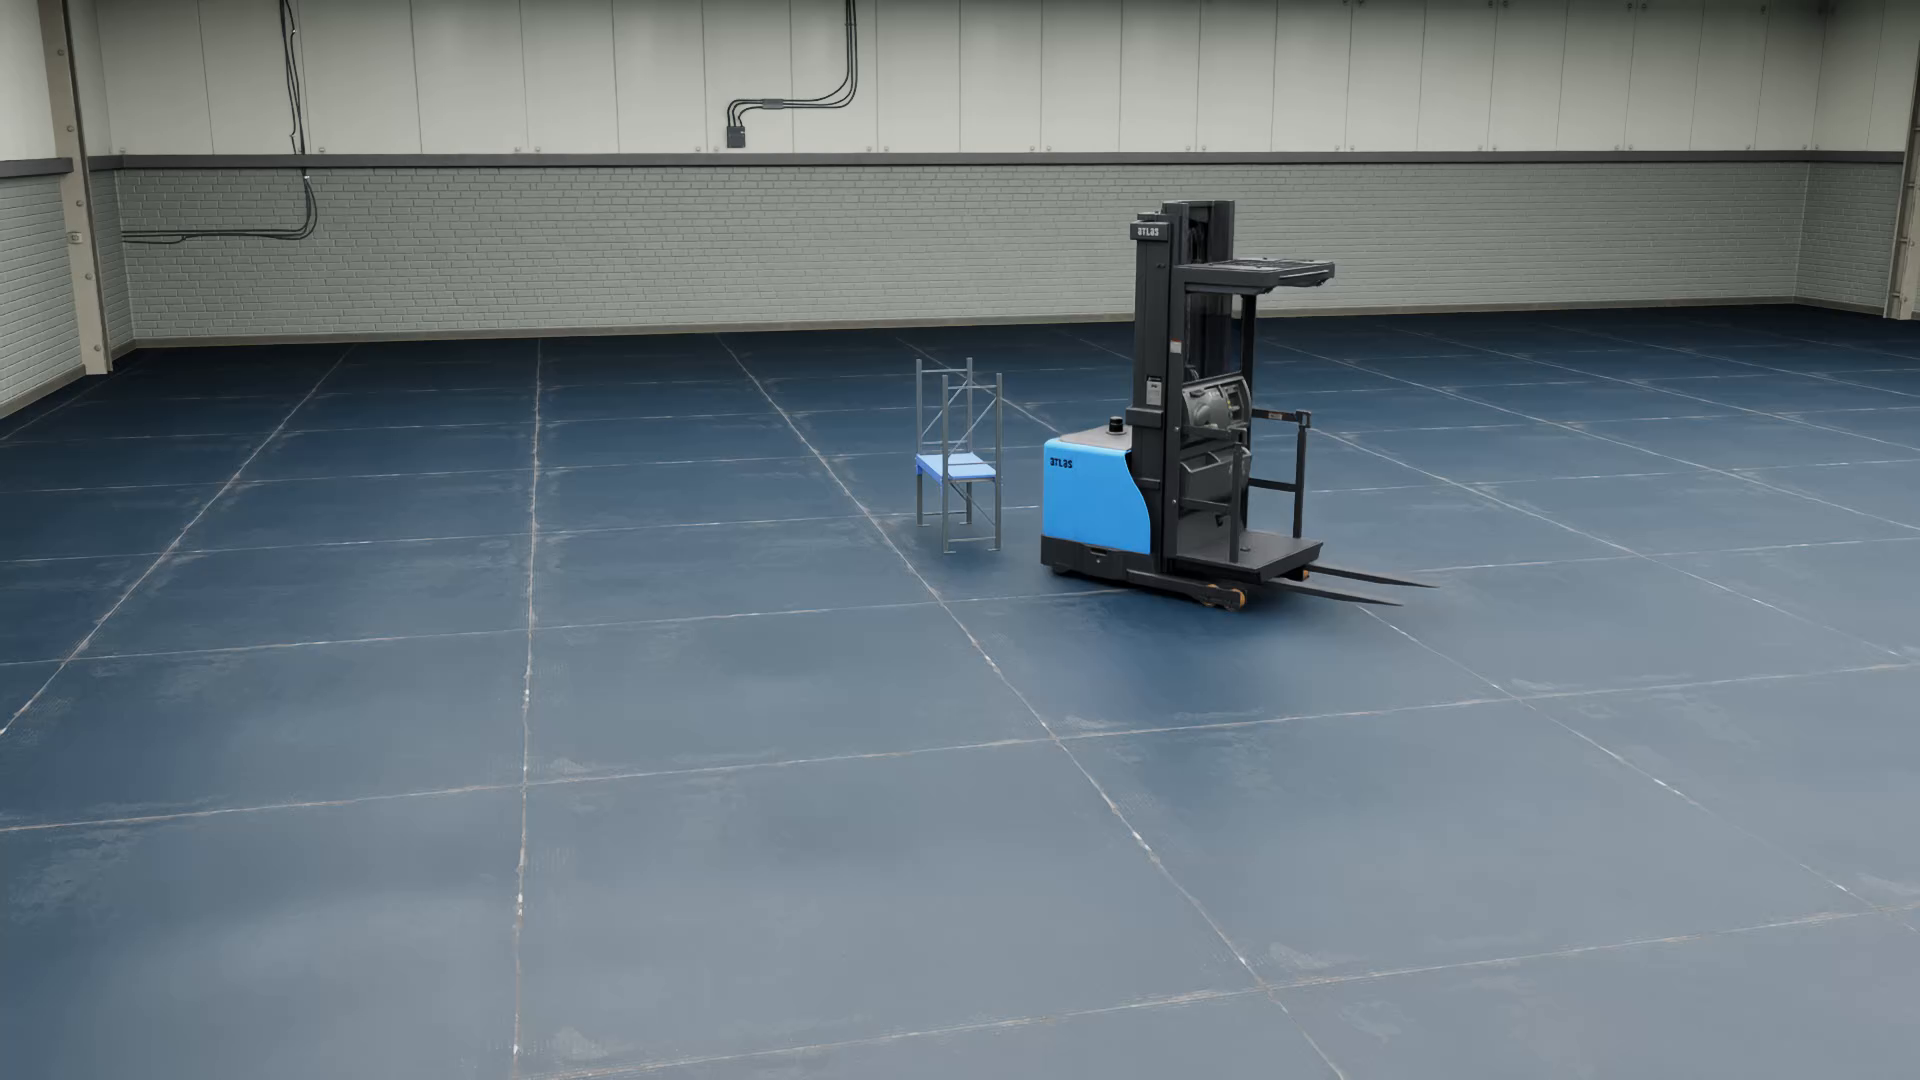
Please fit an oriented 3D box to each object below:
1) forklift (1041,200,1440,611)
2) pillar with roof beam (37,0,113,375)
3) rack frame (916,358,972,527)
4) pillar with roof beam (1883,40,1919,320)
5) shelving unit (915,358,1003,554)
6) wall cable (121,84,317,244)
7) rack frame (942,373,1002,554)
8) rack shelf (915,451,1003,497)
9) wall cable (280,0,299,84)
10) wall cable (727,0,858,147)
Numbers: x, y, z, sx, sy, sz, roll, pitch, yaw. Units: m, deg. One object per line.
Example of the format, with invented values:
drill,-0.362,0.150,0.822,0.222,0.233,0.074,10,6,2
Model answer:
forklift,2.116,-1.040,12.507,3.031,2.935,1.130,11,17,37
pillar with roof beam,-8.538,-7.086,24.469,9.100,9.000,0.400,-3,14,-13
rack frame,-0.139,-0.866,14.810,0.500,1.500,0.032,-3,14,-13
pillar with roof beam,13.712,-8.362,29.691,9.100,9.000,0.400,-3,14,-13
shelving unit,-0.020,-0.748,14.330,0.538,1.500,1.048,-3,14,-13
wall cable,-12.129,-6.091,26.939,3.097,2.526,0.112,-3,14,-13
rack frame,0.099,-0.631,13.850,0.500,1.500,0.032,-3,14,-13
rack shelf,-0.020,-0.574,14.372,0.538,0.185,1.000,-3,14,-13
wall cable,-9.499,-8.695,26.957,3.097,2.526,0.112,-3,14,-13
wall cable,-2.897,-9.777,28.318,2.305,6.003,0.169,-3,14,-13
